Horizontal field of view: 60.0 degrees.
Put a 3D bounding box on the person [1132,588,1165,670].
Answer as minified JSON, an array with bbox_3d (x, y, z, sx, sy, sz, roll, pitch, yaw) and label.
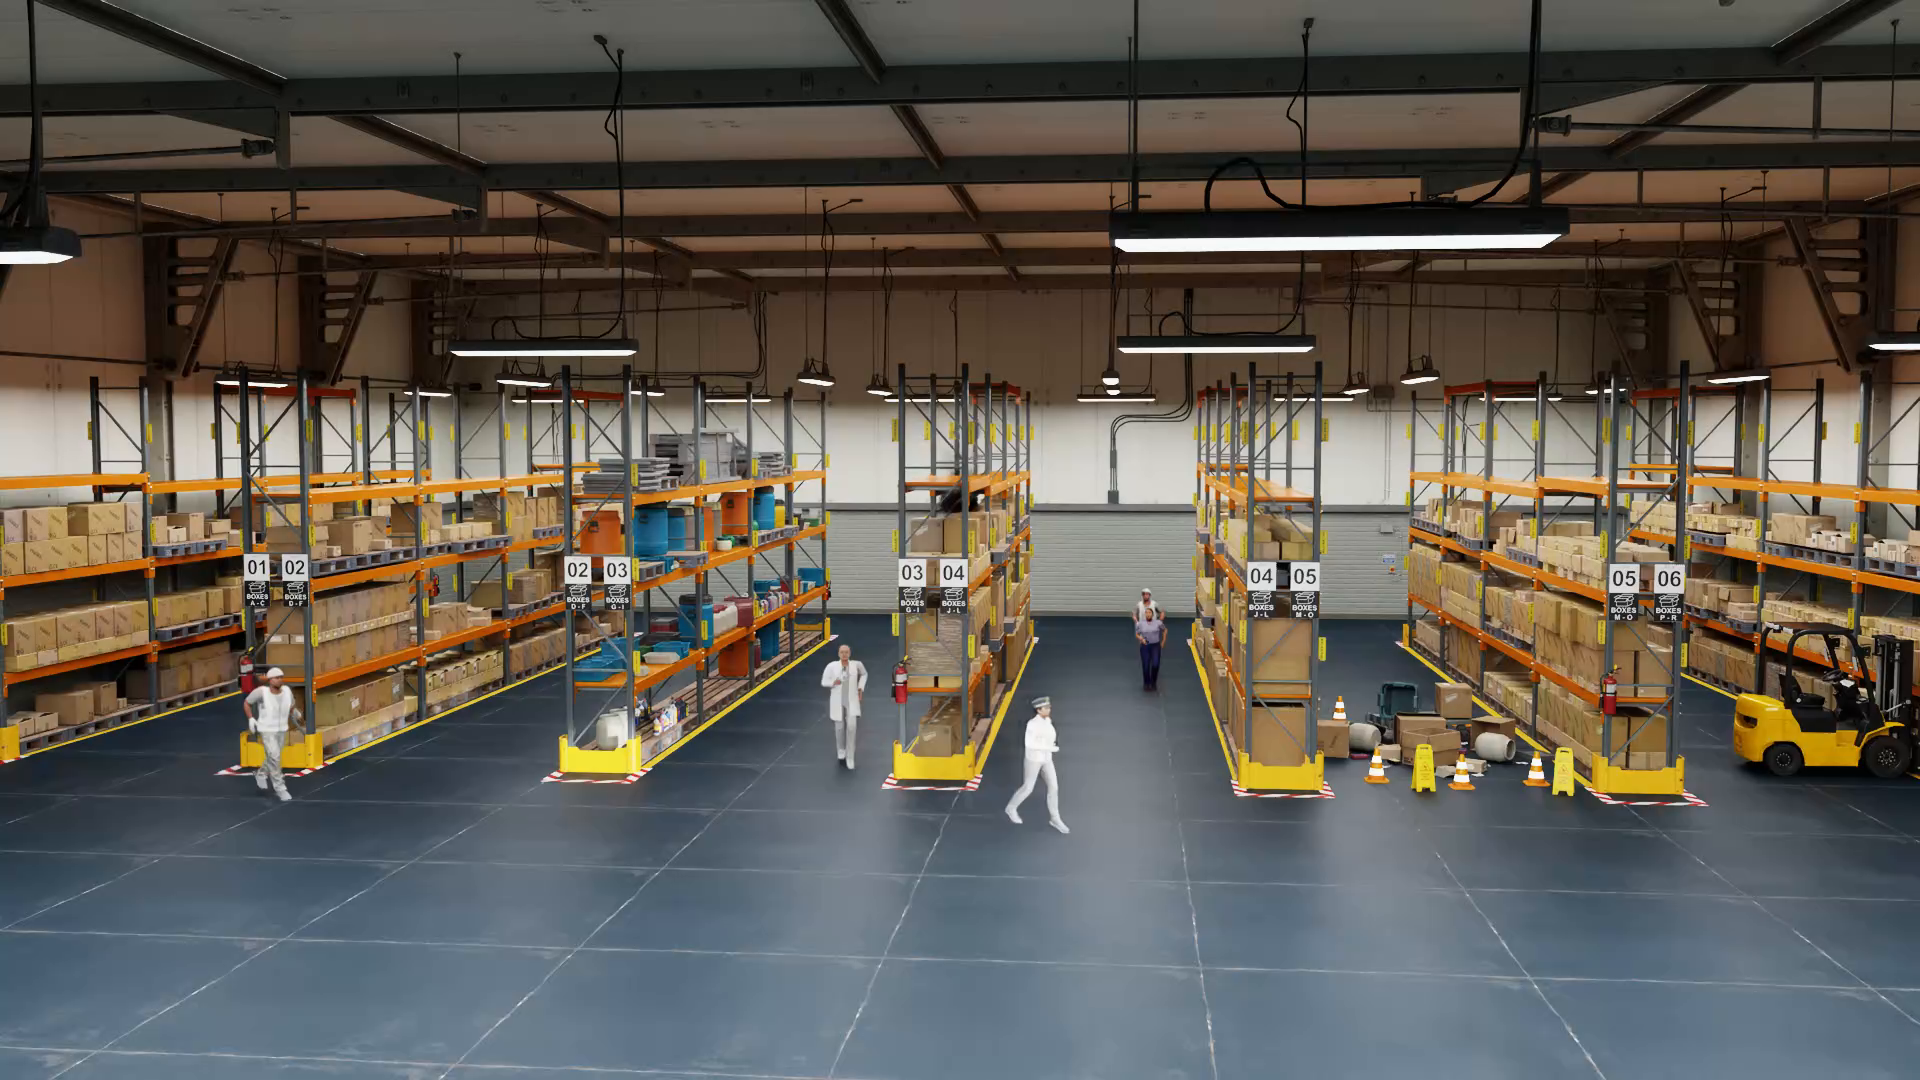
[{"bbox_3d":[3.941,1.887,34.878,0.673,1.738,0.585,1,4,9],"label":"person"}]

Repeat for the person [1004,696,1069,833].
[{"bbox_3d":[0.962,2.804,20.995,0.908,1.703,0.574,3,5,42],"label":"person"}]

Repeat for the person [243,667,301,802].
[{"bbox_3d":[-9.475,2.643,22.915,0.973,1.800,0.626,2,4,33],"label":"person"}]

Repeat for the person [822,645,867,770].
[{"bbox_3d":[-1.739,2.489,25.080,0.694,1.828,0.877,0,4,-4],"label":"person"}]

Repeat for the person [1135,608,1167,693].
[{"bbox_3d":[3.688,2.134,32.204,0.610,1.643,0.648,1,4,10],"label":"person"}]
